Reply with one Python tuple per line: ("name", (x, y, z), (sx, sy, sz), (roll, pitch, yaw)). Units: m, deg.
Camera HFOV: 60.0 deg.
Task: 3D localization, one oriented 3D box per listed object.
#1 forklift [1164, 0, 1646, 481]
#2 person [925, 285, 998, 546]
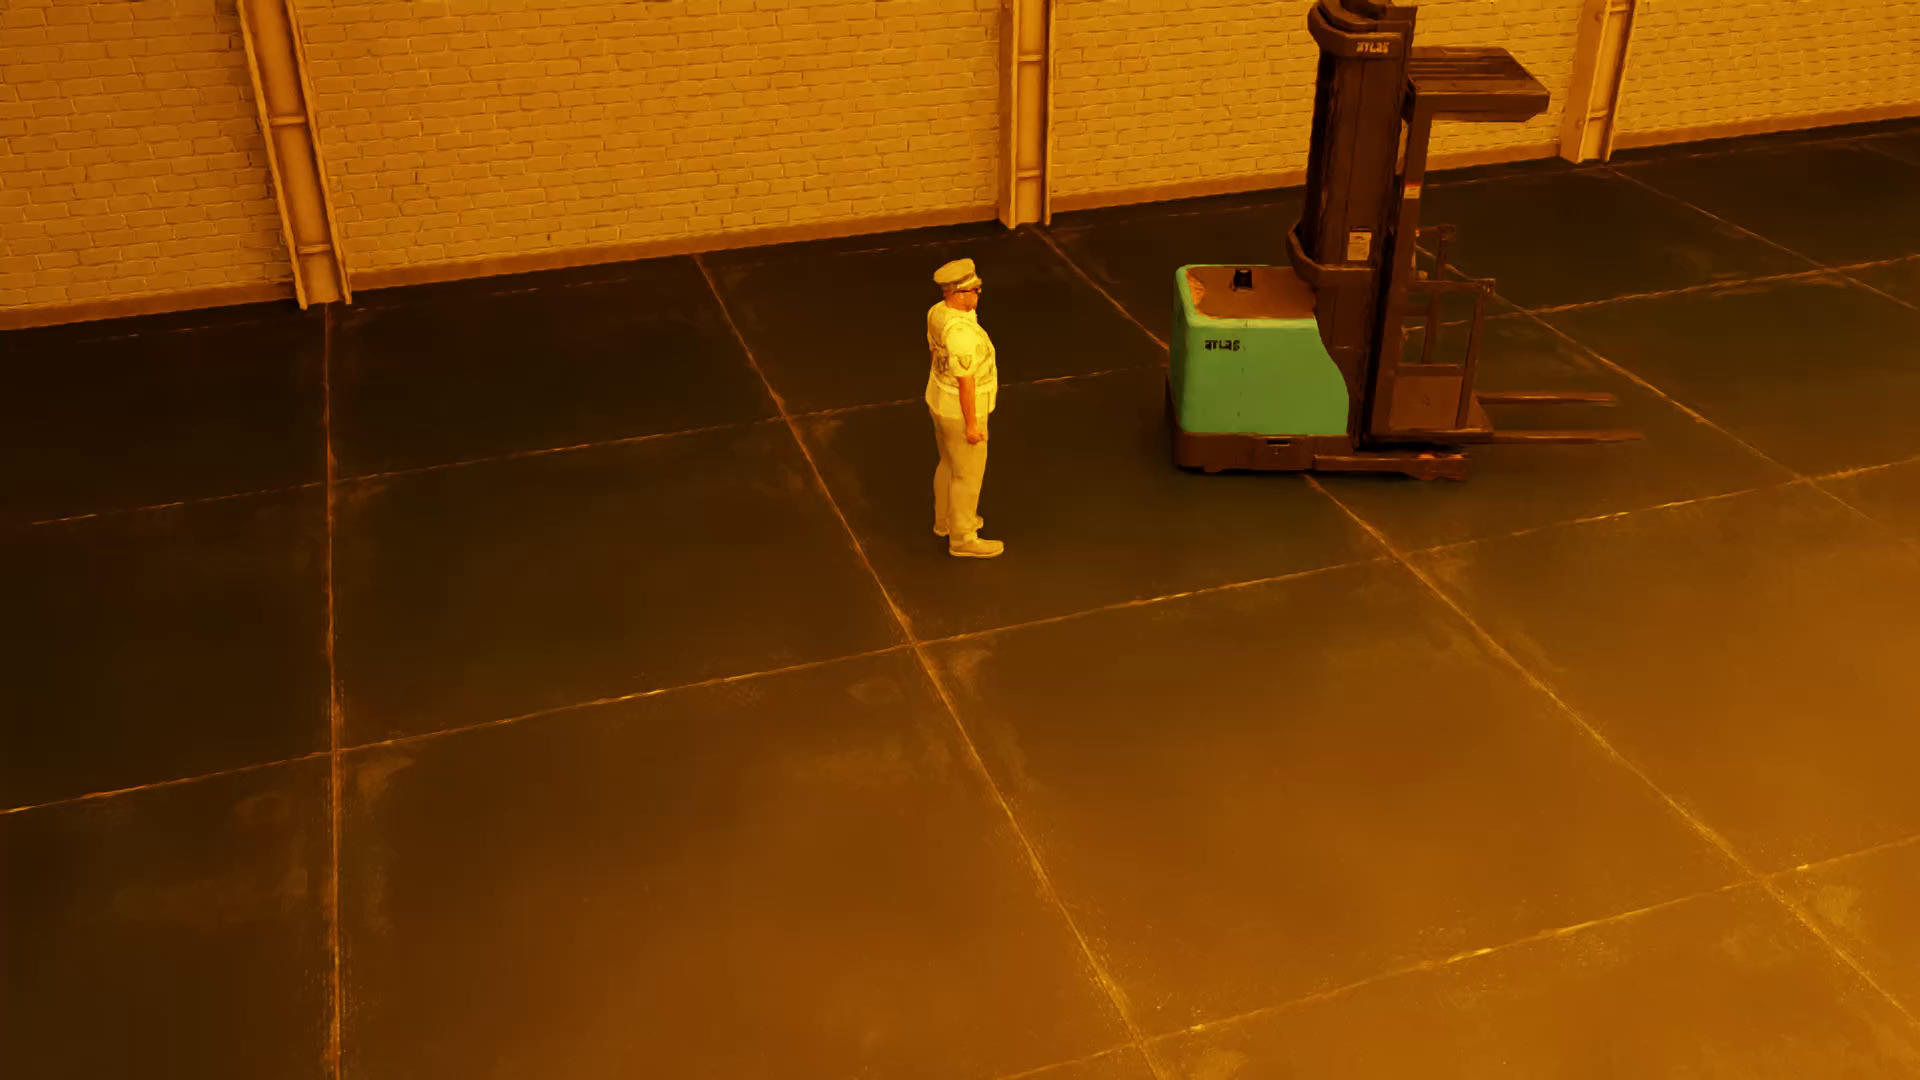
("forklift", (2.918, -1.920, 10.425), (3.031, 2.935, 1.130), (1, 30, 1))
("person", (-15960.612, -23635.516, 41086.824), (24.966, 2.667, 100014.159), (-10, 31, -16))
